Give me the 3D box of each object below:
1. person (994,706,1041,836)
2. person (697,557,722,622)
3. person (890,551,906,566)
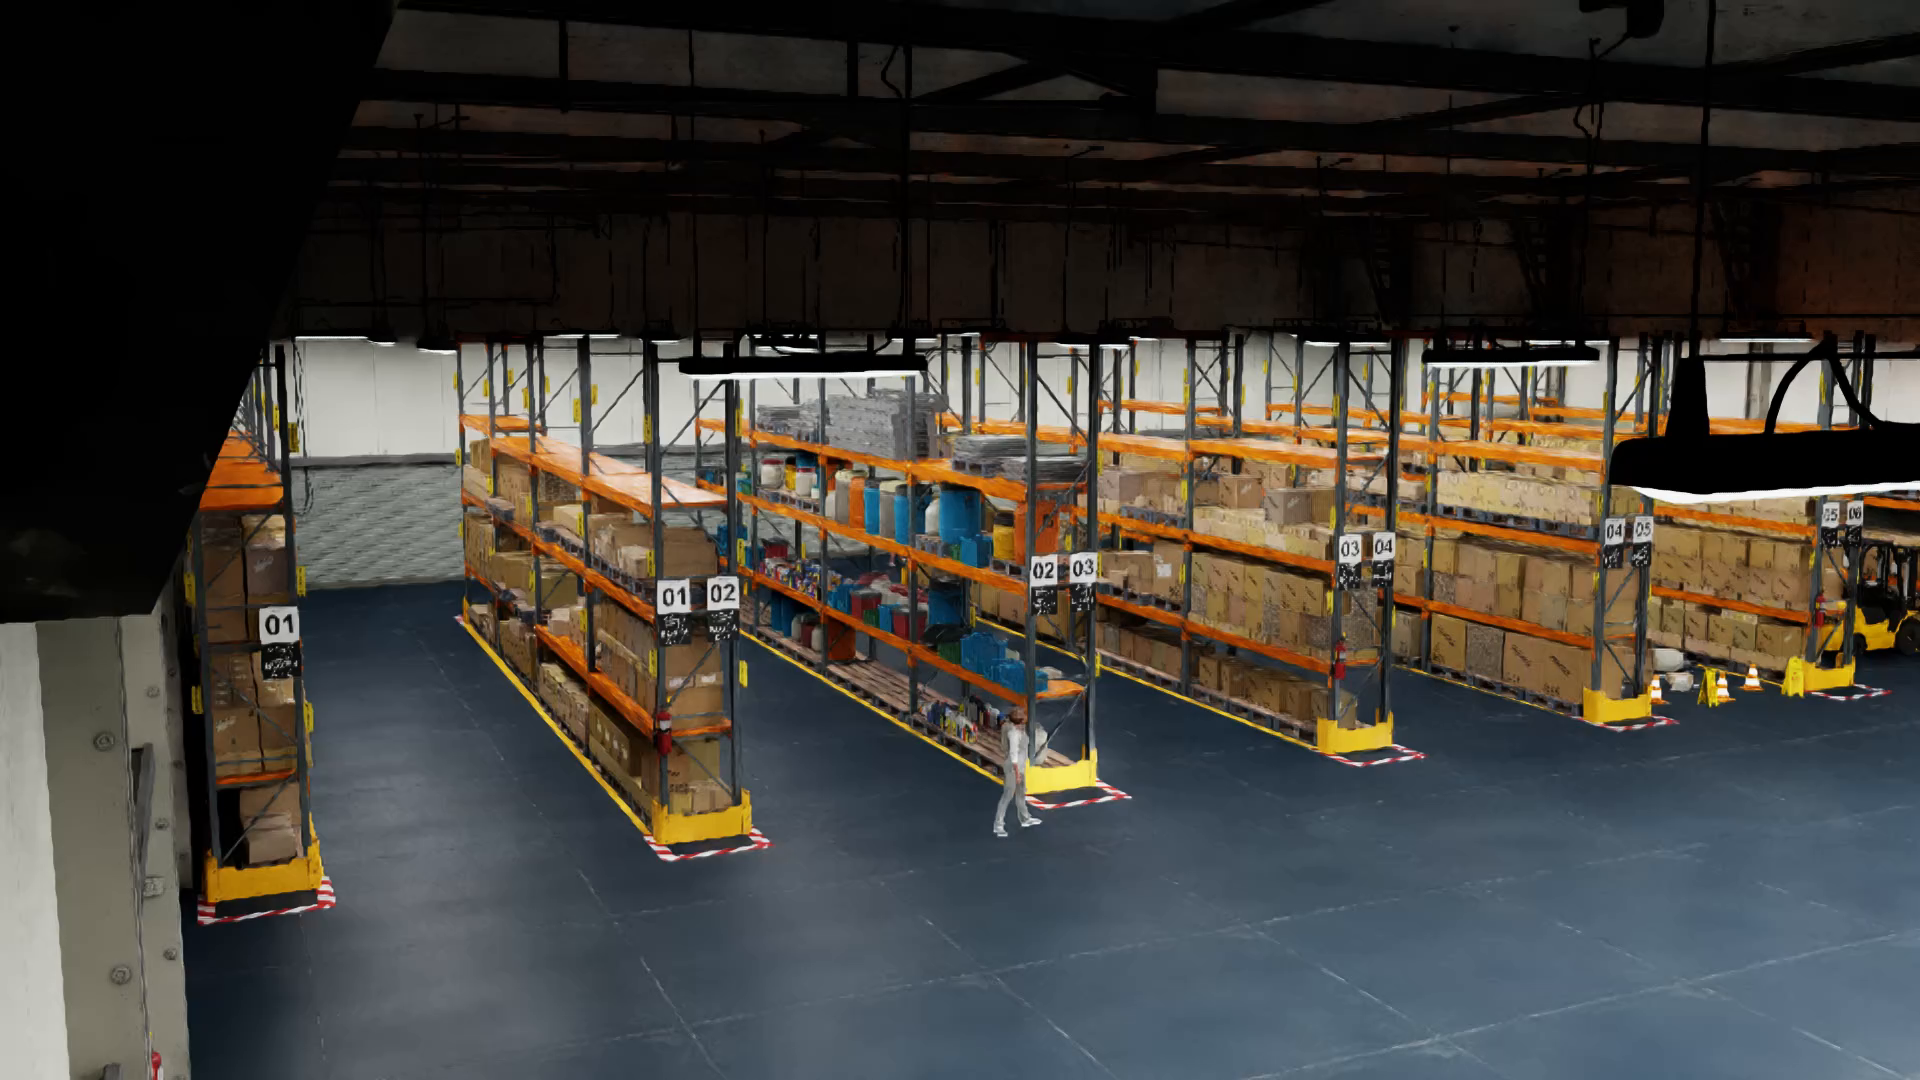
[{"bbox_3d":[0.695,2.796,20.387,0.528,1.586,0.636,1,8,11],"label":"person"},{"bbox_3d":[-5.202,0.873,34.220,0.635,1.721,1.046,-1,8,-4],"label":"person"},{"bbox_3d":[-1.585,-0.163,42.360,0.480,1.595,0.958,0,8,-2],"label":"person"}]
